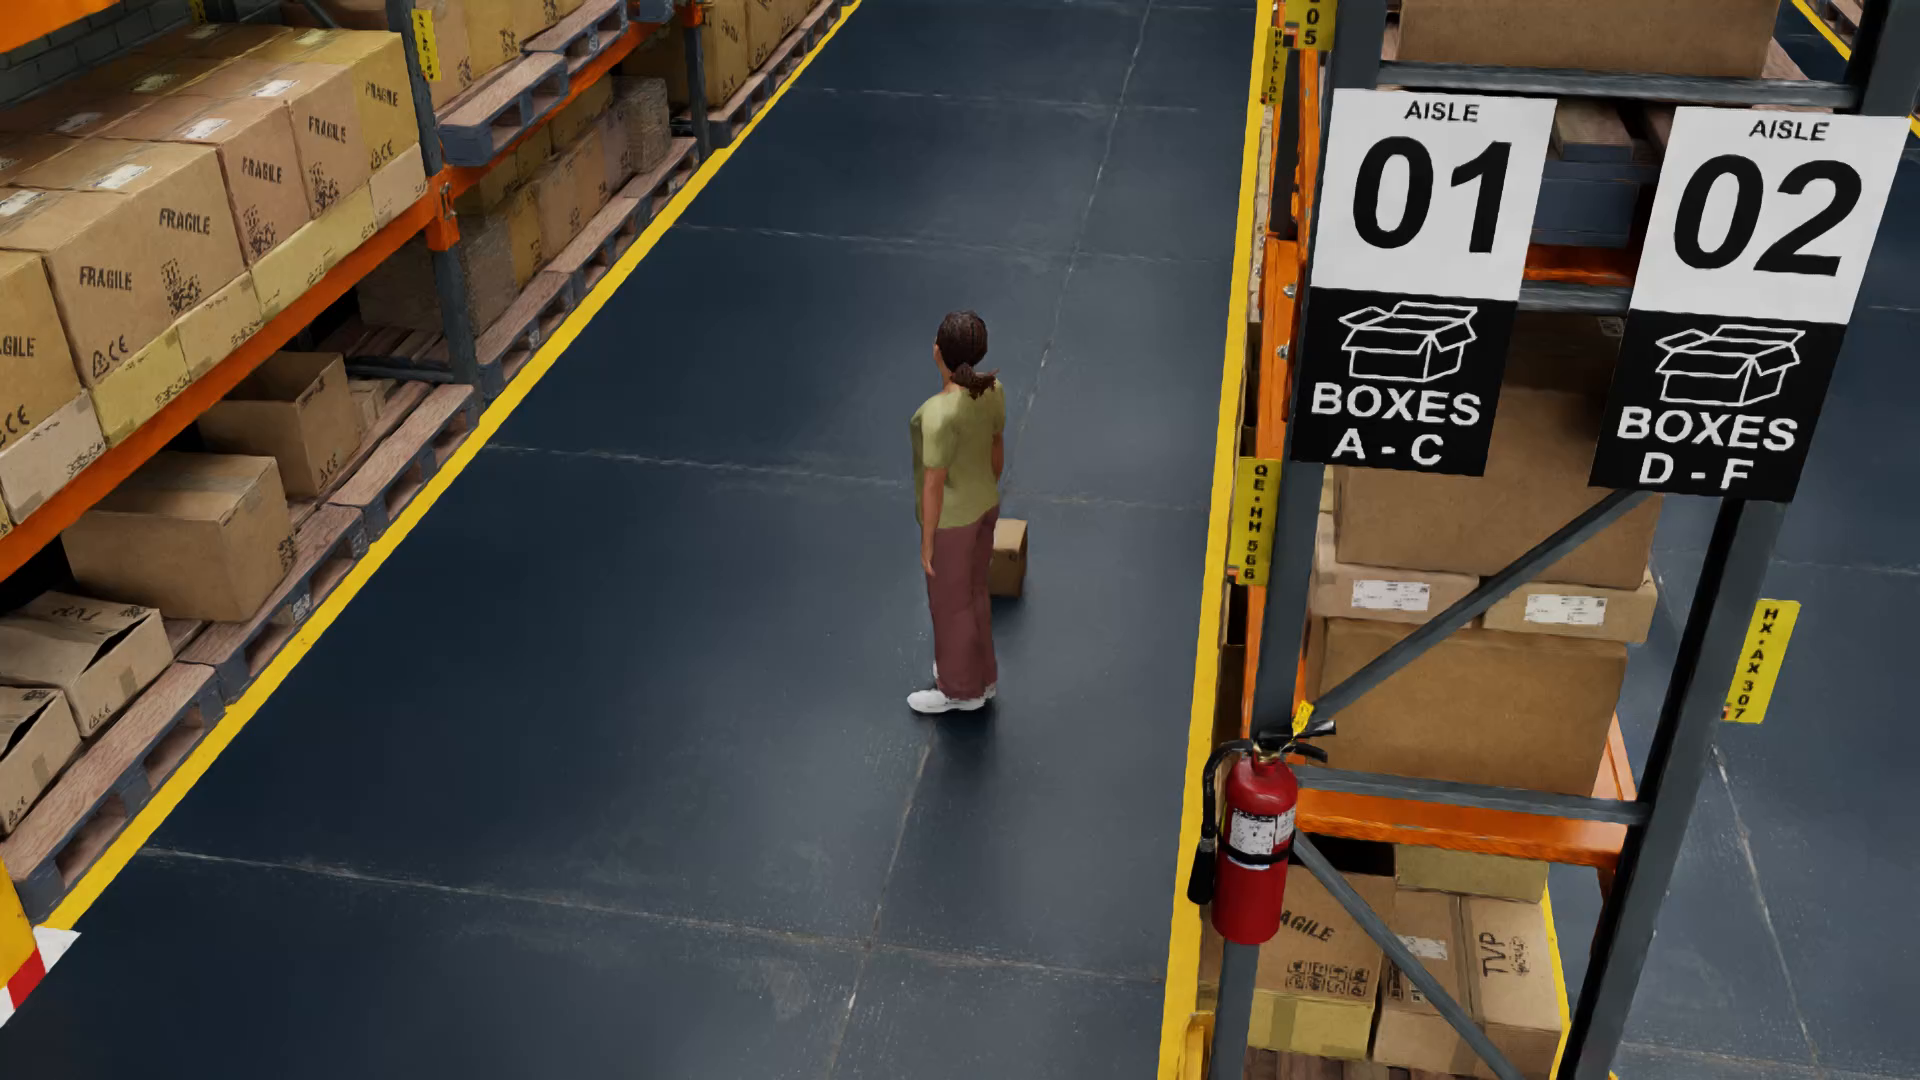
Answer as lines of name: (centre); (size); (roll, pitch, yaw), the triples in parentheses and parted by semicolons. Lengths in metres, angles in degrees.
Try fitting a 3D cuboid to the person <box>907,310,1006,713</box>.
person: (-0.014, 0.020, 6.313); (0.312, 1.419, 0.492); (19, 37, 27)
